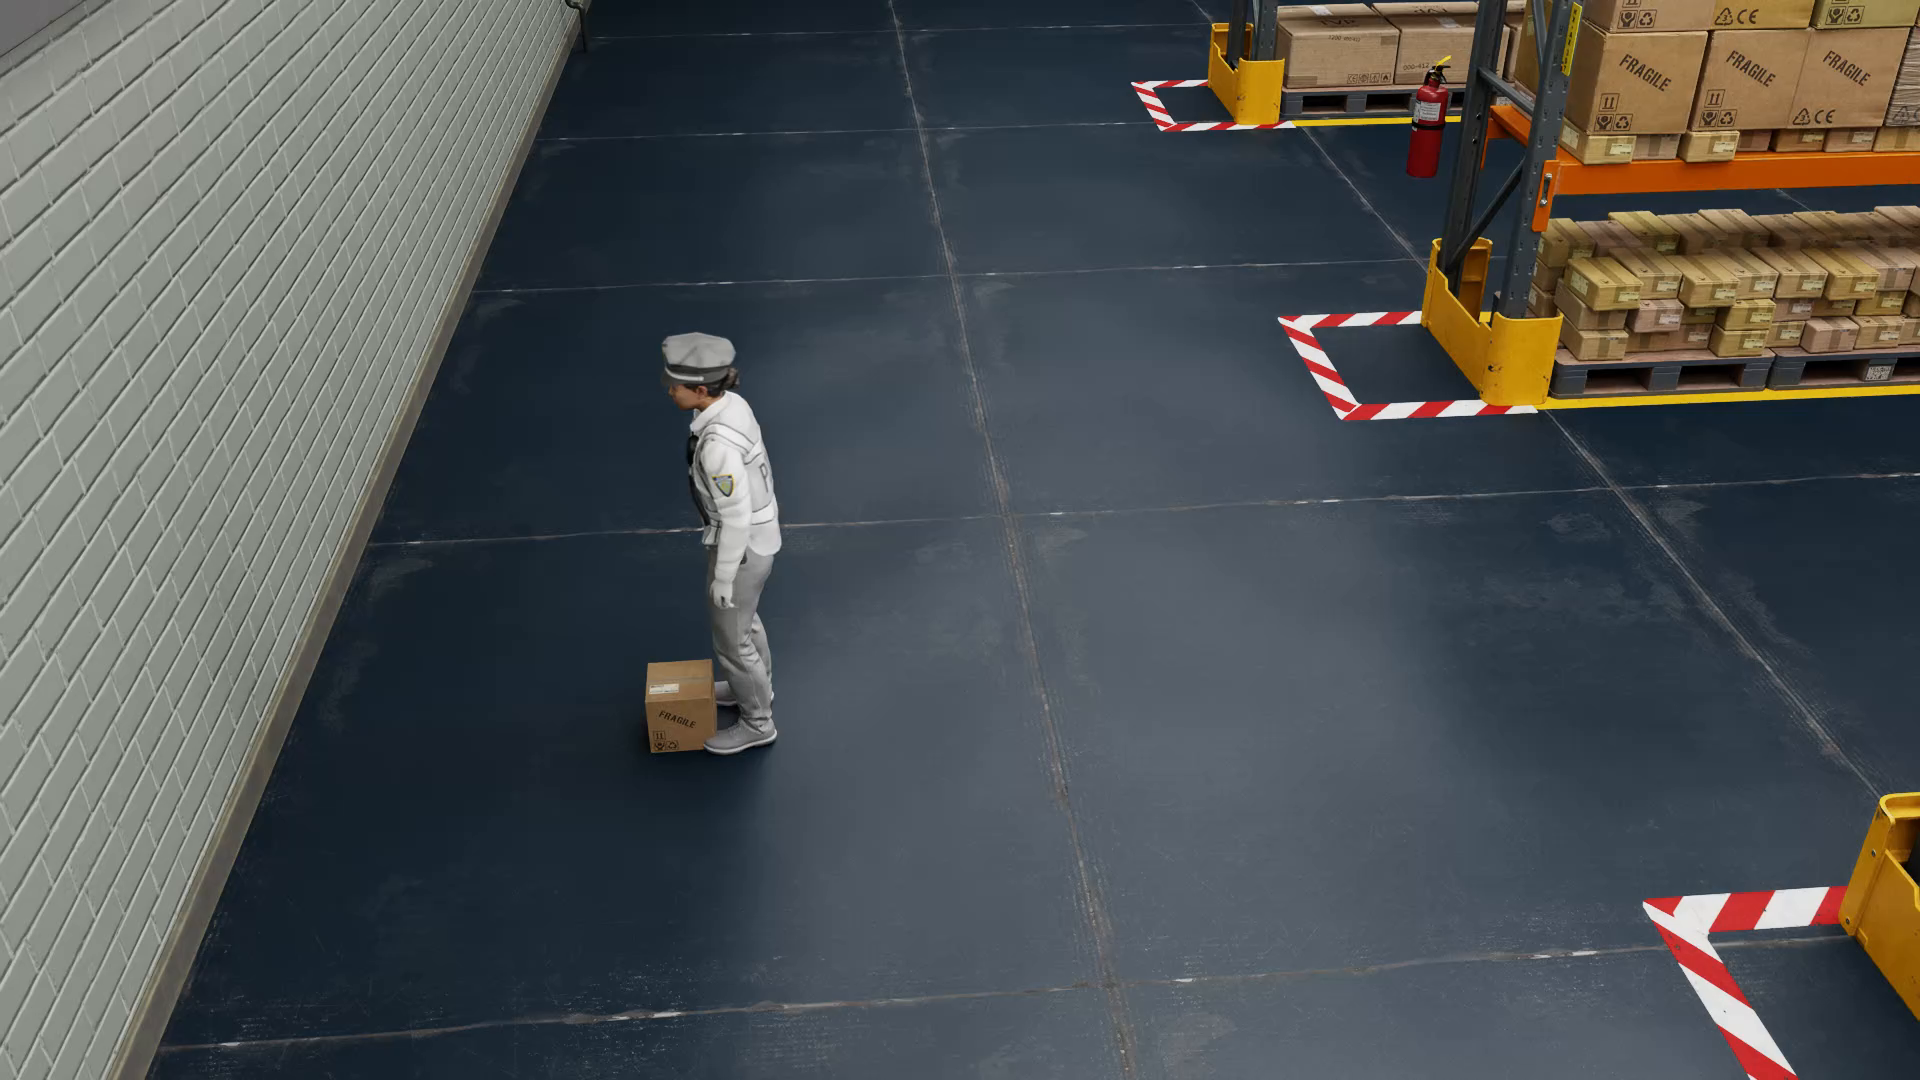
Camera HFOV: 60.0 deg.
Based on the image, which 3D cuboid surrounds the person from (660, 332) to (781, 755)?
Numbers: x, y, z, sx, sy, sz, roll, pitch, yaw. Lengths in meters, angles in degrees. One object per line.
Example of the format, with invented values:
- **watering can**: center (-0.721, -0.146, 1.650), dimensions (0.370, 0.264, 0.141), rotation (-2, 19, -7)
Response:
- **person**: center (-0.843, 0.025, 6.089), dimensions (0.378, 1.663, 0.538), rotation (-3, 31, -6)
